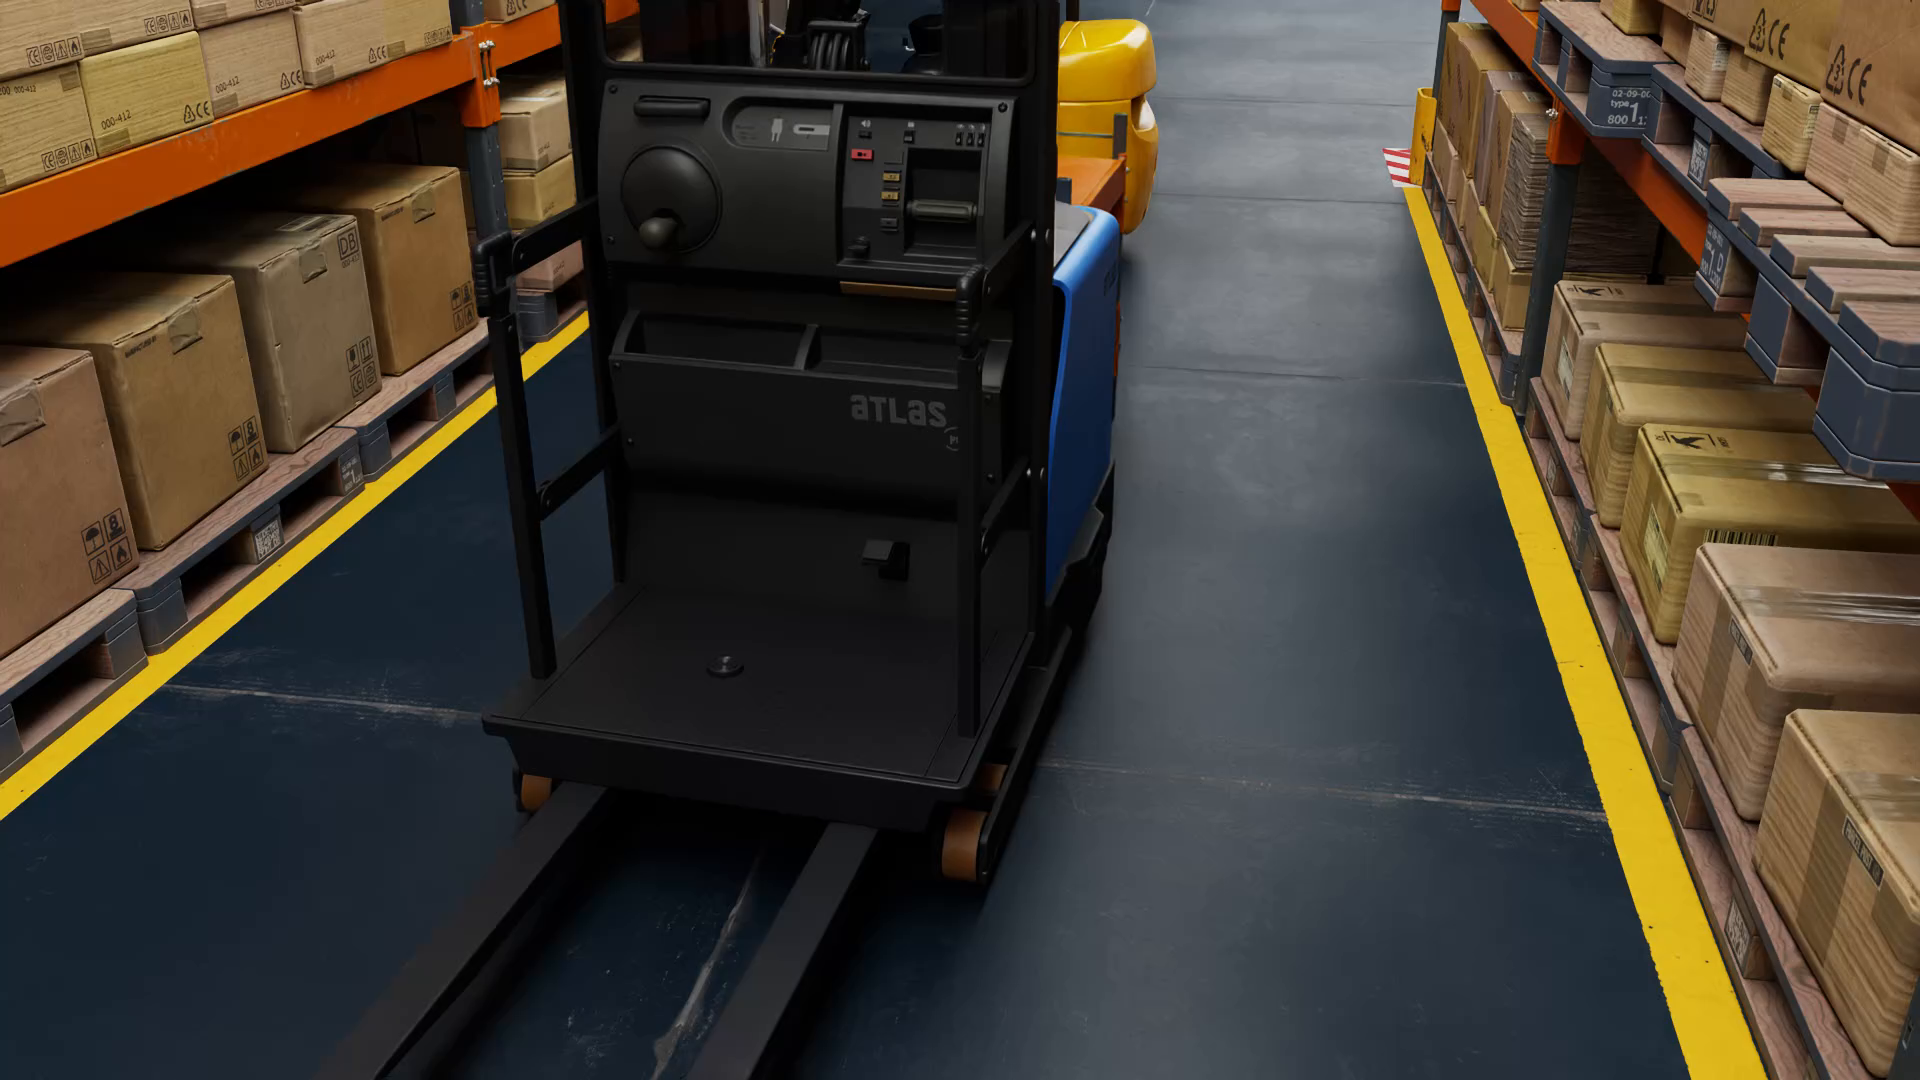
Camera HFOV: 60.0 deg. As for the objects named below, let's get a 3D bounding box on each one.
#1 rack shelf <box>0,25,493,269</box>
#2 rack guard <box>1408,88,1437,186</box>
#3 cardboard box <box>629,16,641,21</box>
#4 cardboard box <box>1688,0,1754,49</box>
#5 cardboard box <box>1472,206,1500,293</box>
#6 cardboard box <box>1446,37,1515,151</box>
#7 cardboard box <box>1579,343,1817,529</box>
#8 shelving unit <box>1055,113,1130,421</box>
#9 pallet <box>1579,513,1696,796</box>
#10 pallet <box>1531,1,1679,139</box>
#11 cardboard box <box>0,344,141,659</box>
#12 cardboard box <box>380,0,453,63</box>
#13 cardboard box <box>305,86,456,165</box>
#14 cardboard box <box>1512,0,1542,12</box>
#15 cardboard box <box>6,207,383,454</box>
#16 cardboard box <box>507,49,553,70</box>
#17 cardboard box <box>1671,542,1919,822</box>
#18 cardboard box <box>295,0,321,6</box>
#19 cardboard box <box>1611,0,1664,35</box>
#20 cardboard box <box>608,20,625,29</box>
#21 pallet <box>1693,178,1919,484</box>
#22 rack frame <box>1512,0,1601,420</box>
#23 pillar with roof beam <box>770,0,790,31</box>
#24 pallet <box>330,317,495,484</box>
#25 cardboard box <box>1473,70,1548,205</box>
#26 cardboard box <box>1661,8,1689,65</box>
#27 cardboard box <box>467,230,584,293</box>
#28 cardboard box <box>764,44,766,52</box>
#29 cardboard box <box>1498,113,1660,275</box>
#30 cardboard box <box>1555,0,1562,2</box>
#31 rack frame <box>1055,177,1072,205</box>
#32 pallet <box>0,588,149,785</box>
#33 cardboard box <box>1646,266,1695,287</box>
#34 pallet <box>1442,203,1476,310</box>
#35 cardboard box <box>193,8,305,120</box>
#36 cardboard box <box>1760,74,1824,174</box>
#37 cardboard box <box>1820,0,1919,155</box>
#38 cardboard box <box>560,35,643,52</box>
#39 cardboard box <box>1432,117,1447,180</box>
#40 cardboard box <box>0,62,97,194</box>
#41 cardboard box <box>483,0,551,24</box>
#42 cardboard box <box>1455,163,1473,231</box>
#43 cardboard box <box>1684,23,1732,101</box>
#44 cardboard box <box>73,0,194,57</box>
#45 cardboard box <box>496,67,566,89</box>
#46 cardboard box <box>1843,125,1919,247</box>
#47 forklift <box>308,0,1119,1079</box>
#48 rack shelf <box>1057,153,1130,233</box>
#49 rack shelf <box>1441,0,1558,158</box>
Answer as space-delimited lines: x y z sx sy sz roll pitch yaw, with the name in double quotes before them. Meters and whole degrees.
"rack shelf" -2.641 -0.982 4.659 1.077 0.370 4.000 4 25 9
"rack guard" 3.225 -2.311 9.598 1.175 0.500 0.348 4 25 9
"cardboard box" -1.505 -2.787 9.235 0.500 0.250 0.500 4 25 9
"cardboard box" 1.975 -1.365 3.664 0.500 0.500 0.500 3 25 6
"cardboard box" 2.492 -1.236 7.101 0.500 0.250 0.500 3 25 7
"cardboard box" 2.748 -2.213 8.302 0.500 0.500 0.500 3 25 7
"cardboard box" 2.386 -0.282 4.918 0.950 0.372 0.625 6 26 12
"shelving unit" 0.207 -0.776 5.581 0.538 1.125 1.048 6 26 13
"pallet" 2.261 0.298 4.364 1.003 0.211 1.213 4 25 9
"pallet" 2.315 -1.406 4.941 1.003 0.211 1.213 4 25 9
"cardboard box" -2.753 -0.120 4.274 0.875 0.625 0.625 5 26 10
"cardboard box" -2.138 -1.848 5.836 0.500 0.250 0.500 5 25 10
"cardboard box" -2.424 -1.762 7.044 0.500 0.250 0.500 5 25 10
"cardboard box" 2.498 -2.269 6.856 0.380 0.149 0.250 4 25 8
"cardboard box" -2.522 -0.716 5.548 0.875 0.625 0.625 4 25 8
"cardboard box" -2.260 -2.185 7.949 0.500 0.250 0.500 4 25 9
"cardboard box" 2.145 0.326 3.620 0.950 0.372 0.625 4 25 8
"cardboard box" -2.219 -1.864 5.282 0.500 0.250 0.500 3 25 7
"cardboard box" 2.132 -1.566 4.857 0.380 0.149 0.250 5 25 10
"cardboard box" -2.096 -2.610 8.856 0.500 0.250 0.500 4 25 8
"pallet" 1.941 -0.348 2.681 1.213 0.211 1.003 4 25 9
"rack frame" 2.584 -1.802 5.562 1.000 3.000 0.127 4 25 9
"pillar with roof beam" 2.565 -8.517 12.831 9.100 9.000 0.400 4 25 9
"pallet" -2.396 -0.571 6.220 1.003 0.211 1.213 4 25 9
"cardboard box" 2.579 -1.779 7.376 0.500 0.500 0.500 5 26 11
"cardboard box" 2.078 -1.337 4.369 0.380 0.149 0.250 4 25 9
"cardboard box" -1.908 -1.269 7.170 0.500 0.250 0.500 4 25 9
"cardboard box" -1.431 -2.764 9.774 0.500 0.250 0.500 4 25 8
"cardboard box" 2.416 -1.353 6.465 0.500 0.500 0.500 4 25 8
"cardboard box" 2.335 -1.844 5.948 0.380 0.149 0.250 4 25 8
"rack frame" 0.081 -0.567 5.136 0.500 1.125 0.032 6 26 13
"pallet" -2.795 0.450 4.040 1.003 0.211 1.213 4 25 9
"cardboard box" 2.946 -0.975 6.543 0.500 0.250 0.500 3 25 6
"pallet" 2.856 -1.334 7.852 1.003 0.211 1.213 4 25 9
"cardboard box" -2.326 -1.432 4.947 0.500 0.250 0.500 4 25 9
"cardboard box" 1.801 -0.806 3.234 0.380 0.149 0.250 4 25 9
"cardboard box" 1.804 -0.926 2.726 0.500 0.500 0.500 4 25 8
"cardboard box" -1.668 -2.364 8.331 0.500 0.250 0.500 4 25 7
"cardboard box" 2.833 -2.102 8.950 0.500 0.250 0.500 4 25 8
"cardboard box" -2.490 -0.998 4.021 0.500 0.250 0.500 3 25 7
"cardboard box" -1.984 -2.357 6.630 0.500 0.500 0.500 3 25 7
"cardboard box" 2.665 -1.660 8.006 0.500 0.250 0.500 6 26 12
"cardboard box" 1.941 -1.126 3.919 0.380 0.149 0.250 5 26 11
"cardboard box" -2.409 -1.441 4.378 0.500 0.250 0.500 4 25 9
"cardboard box" -1.832 -1.936 7.416 0.500 0.250 0.500 4 25 9
"cardboard box" 1.721 -0.585 2.762 0.380 0.149 0.250 4 25 8
"forklift" -0.395 -0.755 3.407 1.130 2.935 3.031 6 26 13
"rack shelf" 0.207 -1.041 5.457 0.538 0.278 1.000 6 26 13
"rack shelf" 2.911 -2.313 7.502 1.077 0.370 4.000 4 25 9
